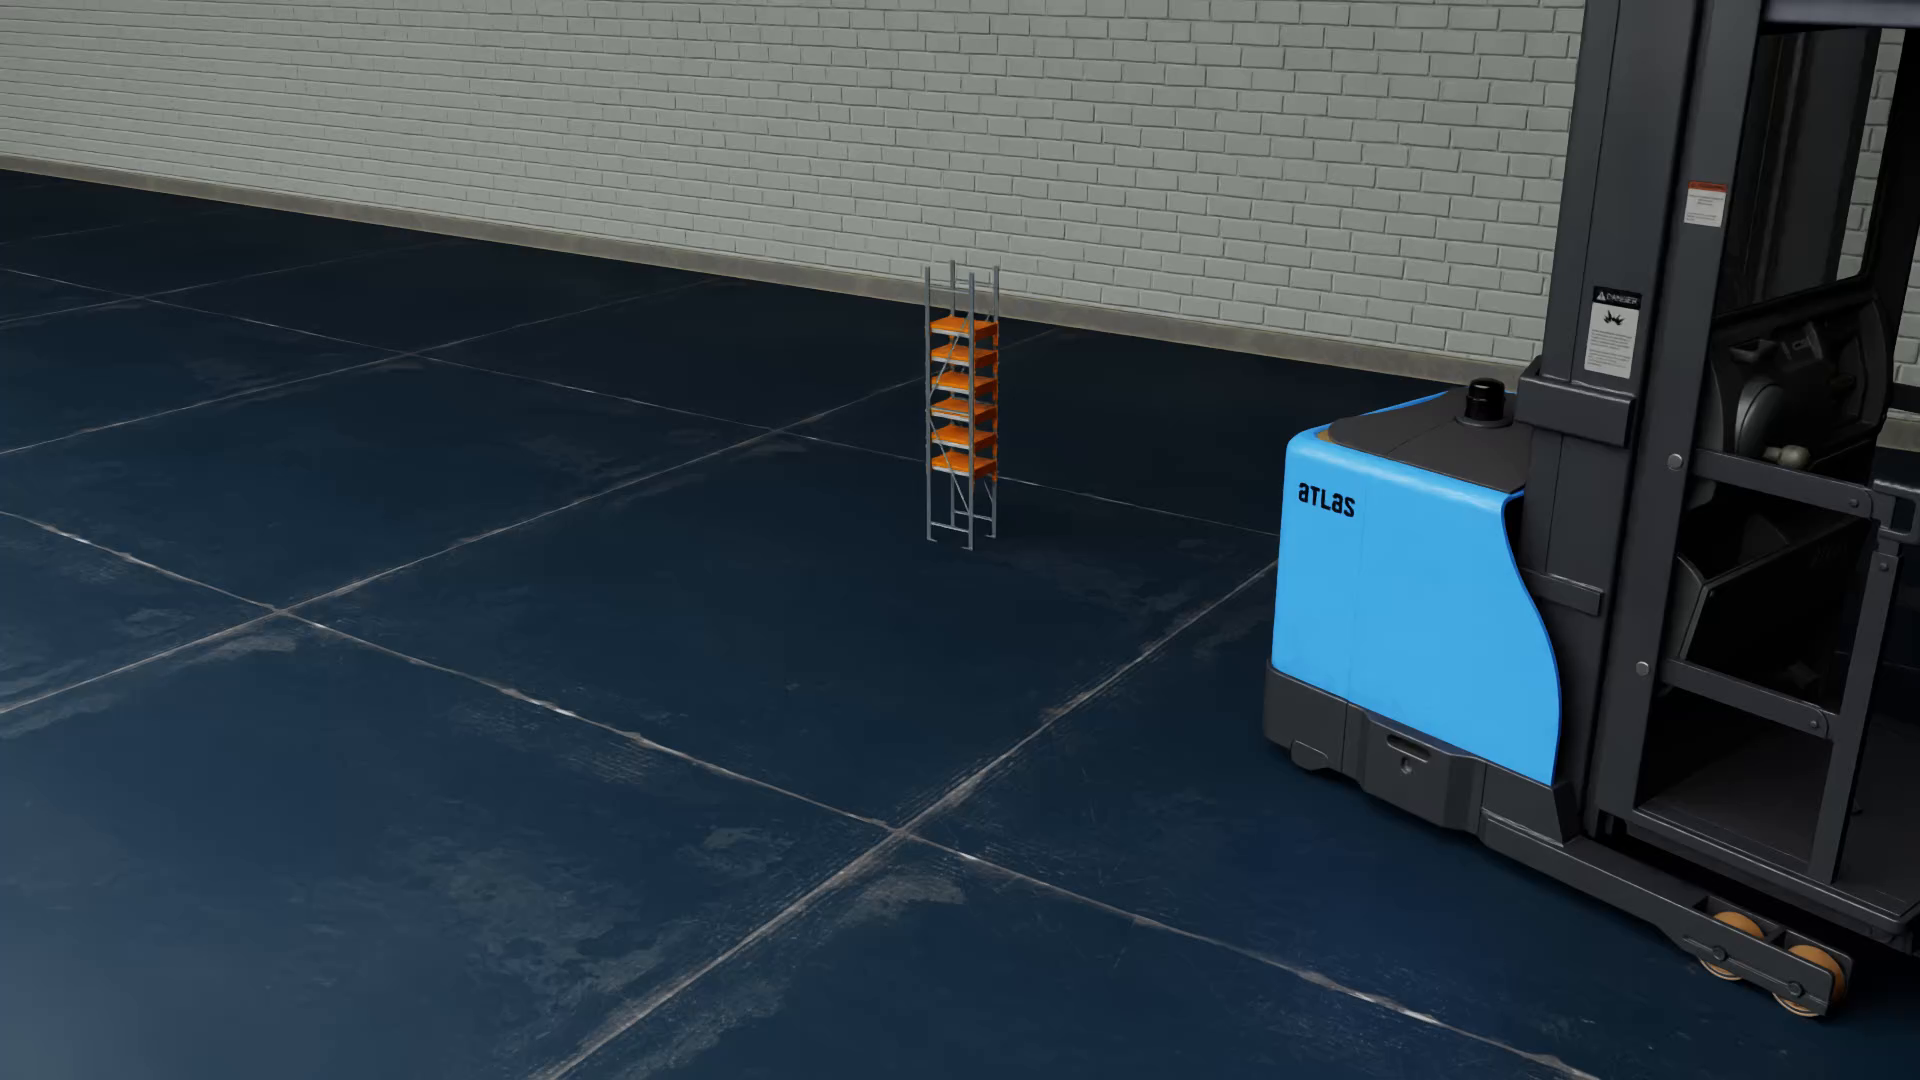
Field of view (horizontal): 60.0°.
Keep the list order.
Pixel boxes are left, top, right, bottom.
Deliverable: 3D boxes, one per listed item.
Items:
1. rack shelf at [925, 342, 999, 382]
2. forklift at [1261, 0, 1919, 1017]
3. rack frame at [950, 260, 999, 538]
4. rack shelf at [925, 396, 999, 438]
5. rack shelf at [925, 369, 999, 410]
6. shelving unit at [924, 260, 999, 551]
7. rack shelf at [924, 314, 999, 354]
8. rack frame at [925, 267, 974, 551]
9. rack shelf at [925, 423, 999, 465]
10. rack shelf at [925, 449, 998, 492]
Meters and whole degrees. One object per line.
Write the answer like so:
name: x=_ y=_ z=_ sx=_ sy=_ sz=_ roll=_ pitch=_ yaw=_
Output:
rack shelf: x=0.008 y=-0.750 z=7.000 sx=0.258 sy=0.103 sz=0.180 roll=13 pitch=24 yaw=32
forklift: x=2.297 y=-0.399 z=4.120 sx=1.130 sy=2.935 sz=3.031 roll=-16 pitch=26 yaw=-36
rack frame: x=0.060 y=-0.593 z=7.139 sx=0.240 sy=1.200 sz=0.006 roll=13 pitch=24 yaw=32
rack shelf: x=0.008 y=-0.525 z=7.083 sx=0.258 sy=0.103 sz=0.180 roll=13 pitch=24 yaw=32
rack shelf: x=0.008 y=-0.638 z=7.042 sx=0.258 sy=0.103 sz=0.180 roll=13 pitch=24 yaw=32
shelving unit: x=0.008 y=-0.567 z=7.068 sx=0.258 sy=1.200 sz=0.189 roll=13 pitch=24 yaw=32
rack shelf: x=0.008 y=-0.863 z=6.959 sx=0.258 sy=0.103 sz=0.180 roll=13 pitch=24 yaw=32
rack frame: x=-0.043 y=-0.541 z=6.997 sx=0.240 sy=1.200 sz=0.006 roll=13 pitch=24 yaw=32
rack shelf: x=0.008 y=-0.413 z=7.125 sx=0.258 sy=0.103 sz=0.180 roll=13 pitch=24 yaw=32
rack shelf: x=0.008 y=-0.300 z=7.167 sx=0.258 sy=0.103 sz=0.180 roll=13 pitch=24 yaw=32
